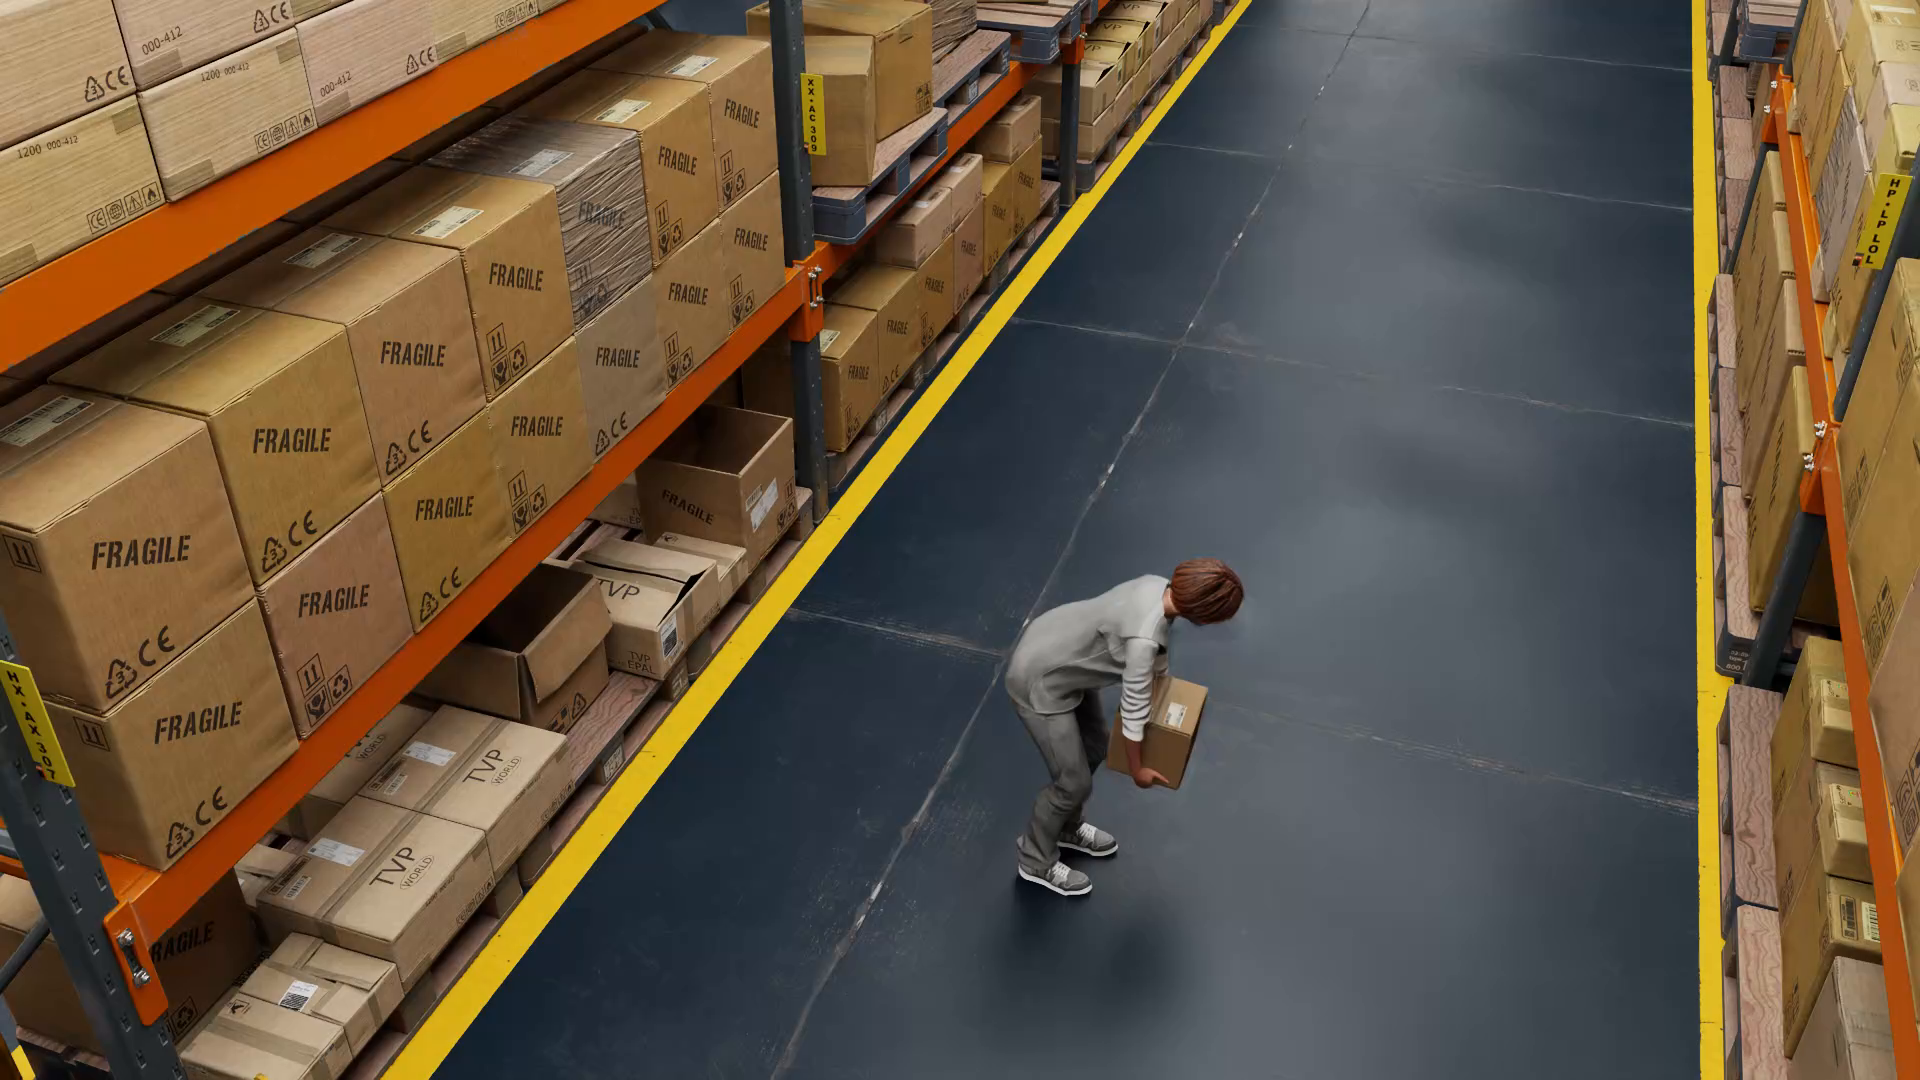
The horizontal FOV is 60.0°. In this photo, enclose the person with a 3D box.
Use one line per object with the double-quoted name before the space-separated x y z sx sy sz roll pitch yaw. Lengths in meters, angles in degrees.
"person" 0.442 0.524 5.447 0.577 1.513 0.375 11 35 16
